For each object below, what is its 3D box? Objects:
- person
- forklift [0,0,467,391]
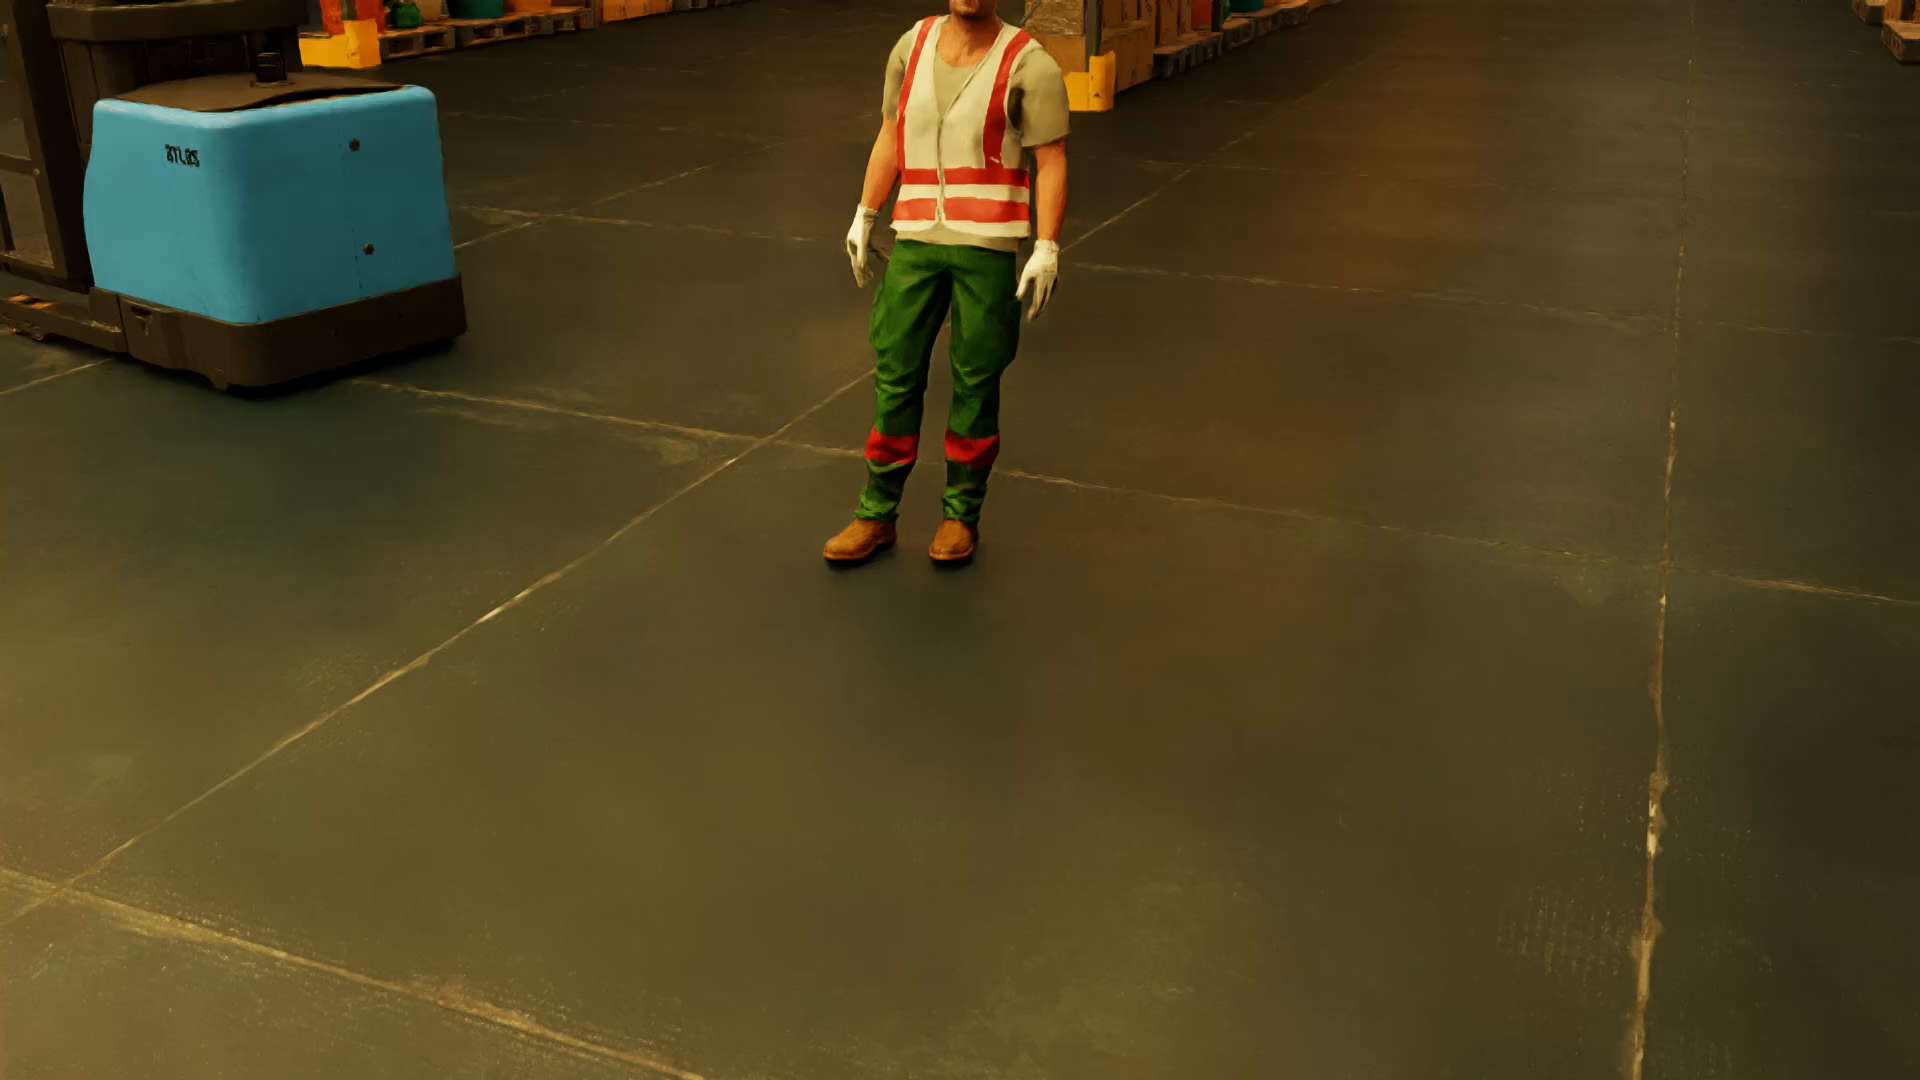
[{"bbox_3d":[-0.041,-0.805,4.681,0.637,1.787,0.563,9,24,21],"label":"person"},{"bbox_3d":[-3.579,-2.357,6.932,3.031,2.935,1.130,16,27,33],"label":"forklift"}]
